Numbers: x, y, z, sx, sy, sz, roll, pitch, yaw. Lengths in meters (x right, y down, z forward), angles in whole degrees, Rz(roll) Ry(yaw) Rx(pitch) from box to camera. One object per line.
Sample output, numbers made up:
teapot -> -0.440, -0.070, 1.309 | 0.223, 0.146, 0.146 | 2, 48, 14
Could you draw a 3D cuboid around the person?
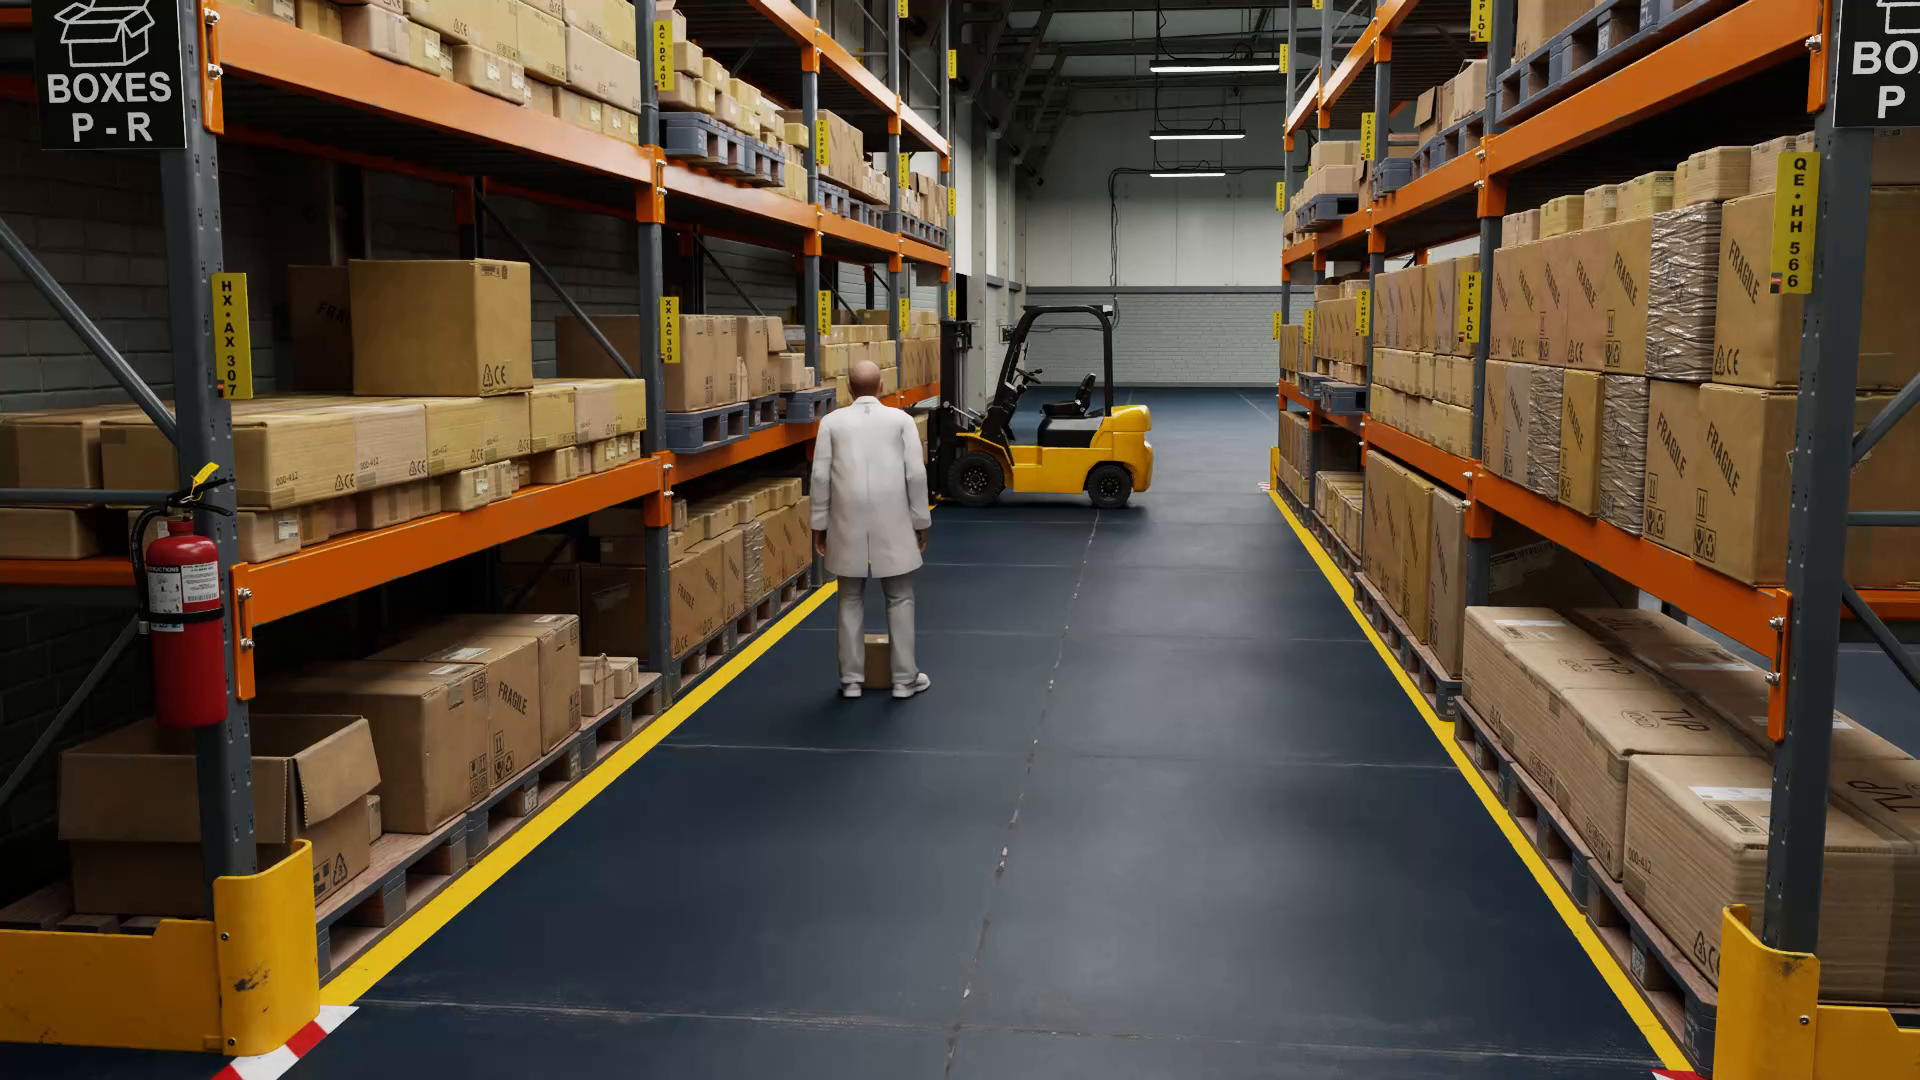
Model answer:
person -> -0.477, -0.059, 8.801 | 0.649, 1.772, 0.433 | 0, 7, 1
